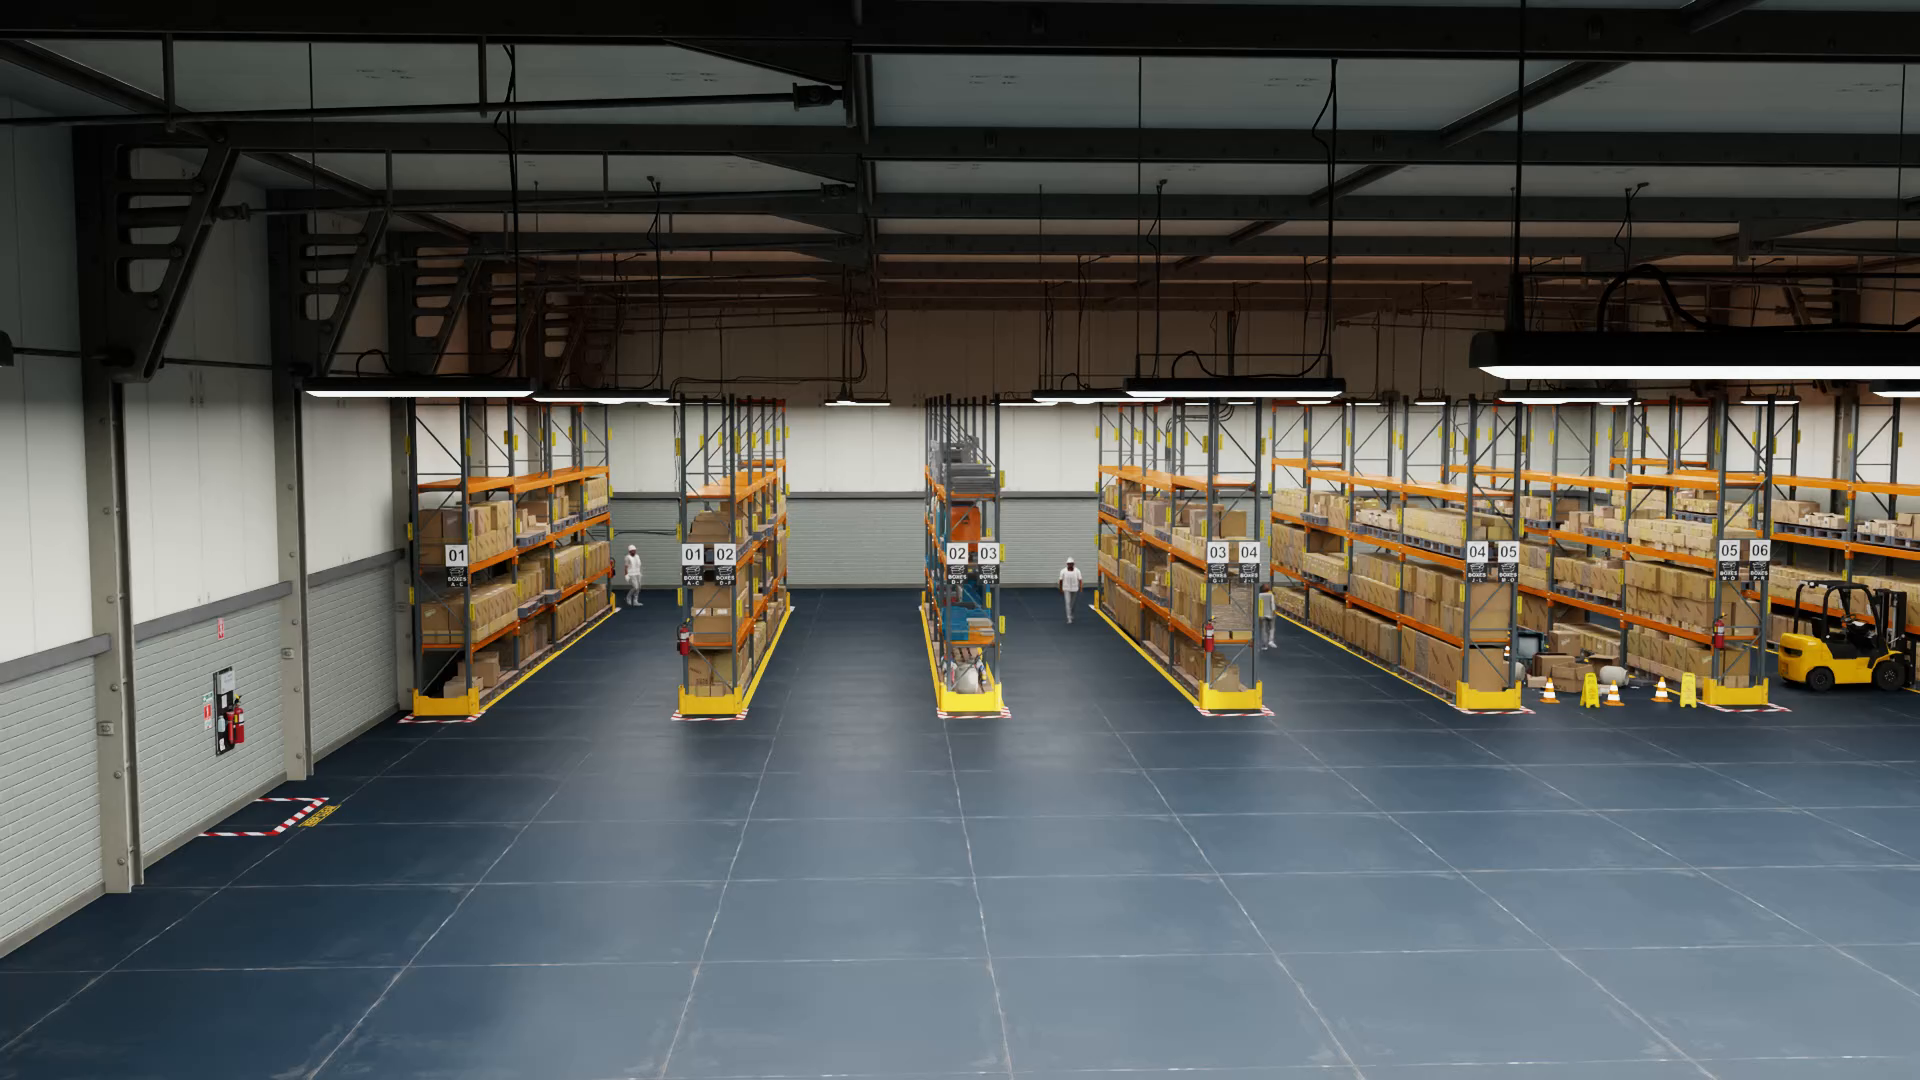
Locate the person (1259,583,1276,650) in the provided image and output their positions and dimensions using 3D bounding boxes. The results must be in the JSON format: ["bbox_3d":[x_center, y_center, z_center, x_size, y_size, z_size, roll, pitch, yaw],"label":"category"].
[{"bbox_3d":[7.262,1.819,39.401,0.459,1.595,0.458,0,5,1],"label":"person"}]

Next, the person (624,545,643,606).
[{"bbox_3d":[-9.417,1.028,47.980,0.487,1.776,0.624,2,5,25],"label":"person"}]

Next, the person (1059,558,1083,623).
[{"bbox_3d":[2.980,1.337,44.534,0.591,1.710,1.081,0,5,-5],"label":"person"}]

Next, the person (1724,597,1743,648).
[{"bbox_3d":[16.903,2.035,36.310,0.496,1.675,0.667,-2,5,-21],"label":"person"}]
